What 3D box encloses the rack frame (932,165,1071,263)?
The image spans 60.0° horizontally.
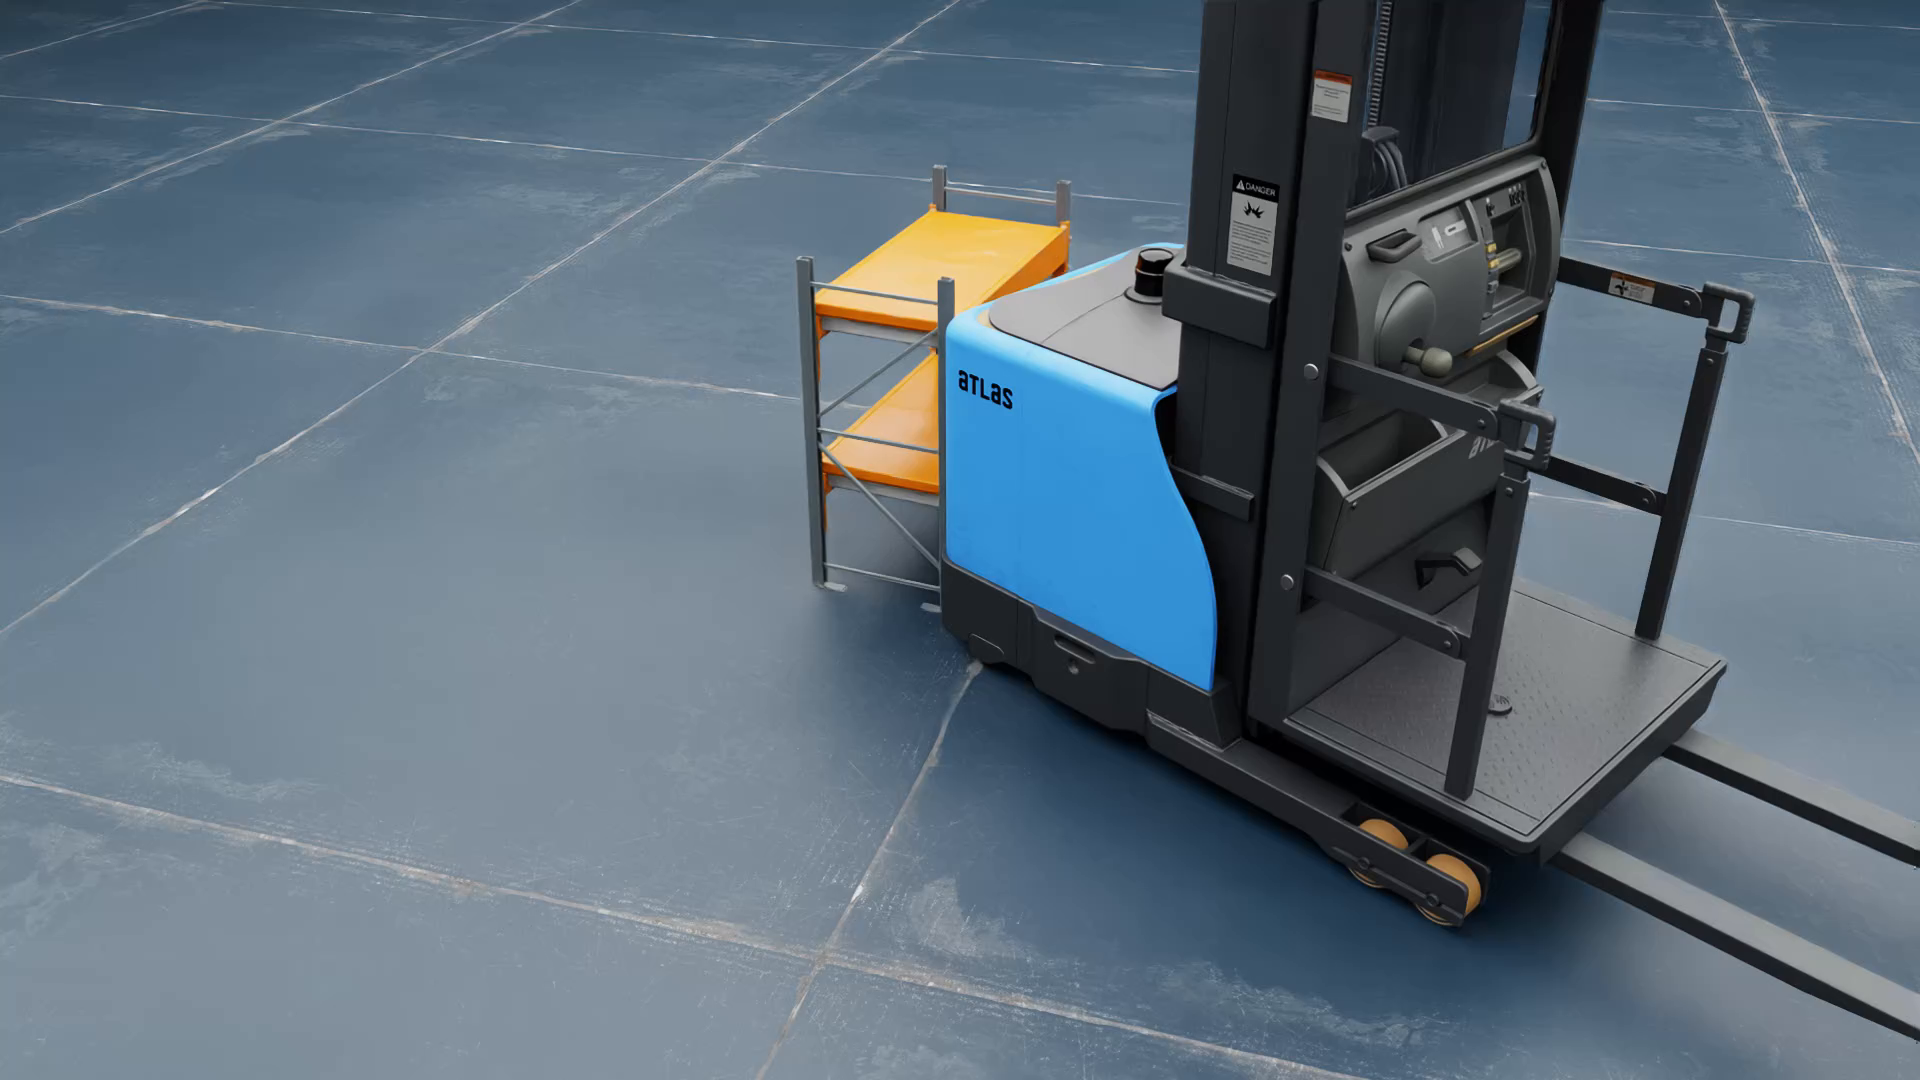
[{"bbox_3d":[0.140,-0.759,5.958,0.500,1.125,0.032,11,31,20],"label":"rack frame"}]

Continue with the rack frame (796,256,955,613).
[{"bbox_3d":[-0.251,-0.303,5.138,0.500,1.125,0.032,11,31,20],"label":"rack frame"}]

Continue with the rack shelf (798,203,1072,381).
[{"bbox_3d":[-0.055,-0.787,5.406,0.538,0.278,1.000,11,31,20],"label":"rack shelf"}]

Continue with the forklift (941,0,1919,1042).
[{"bbox_3d":[1.339,-0.627,3.863,1.130,2.935,3.031,-26,38,-38],"label":"forklift"}]

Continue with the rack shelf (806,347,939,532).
[{"bbox_3d":[-0.055,-0.318,5.667,0.538,0.278,1.000,11,31,20],"label":"rack shelf"}]

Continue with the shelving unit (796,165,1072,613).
[{"bbox_3d":[-0.055,-0.531,5.548,0.538,1.125,1.048,11,31,20],"label":"shelving unit"}]
